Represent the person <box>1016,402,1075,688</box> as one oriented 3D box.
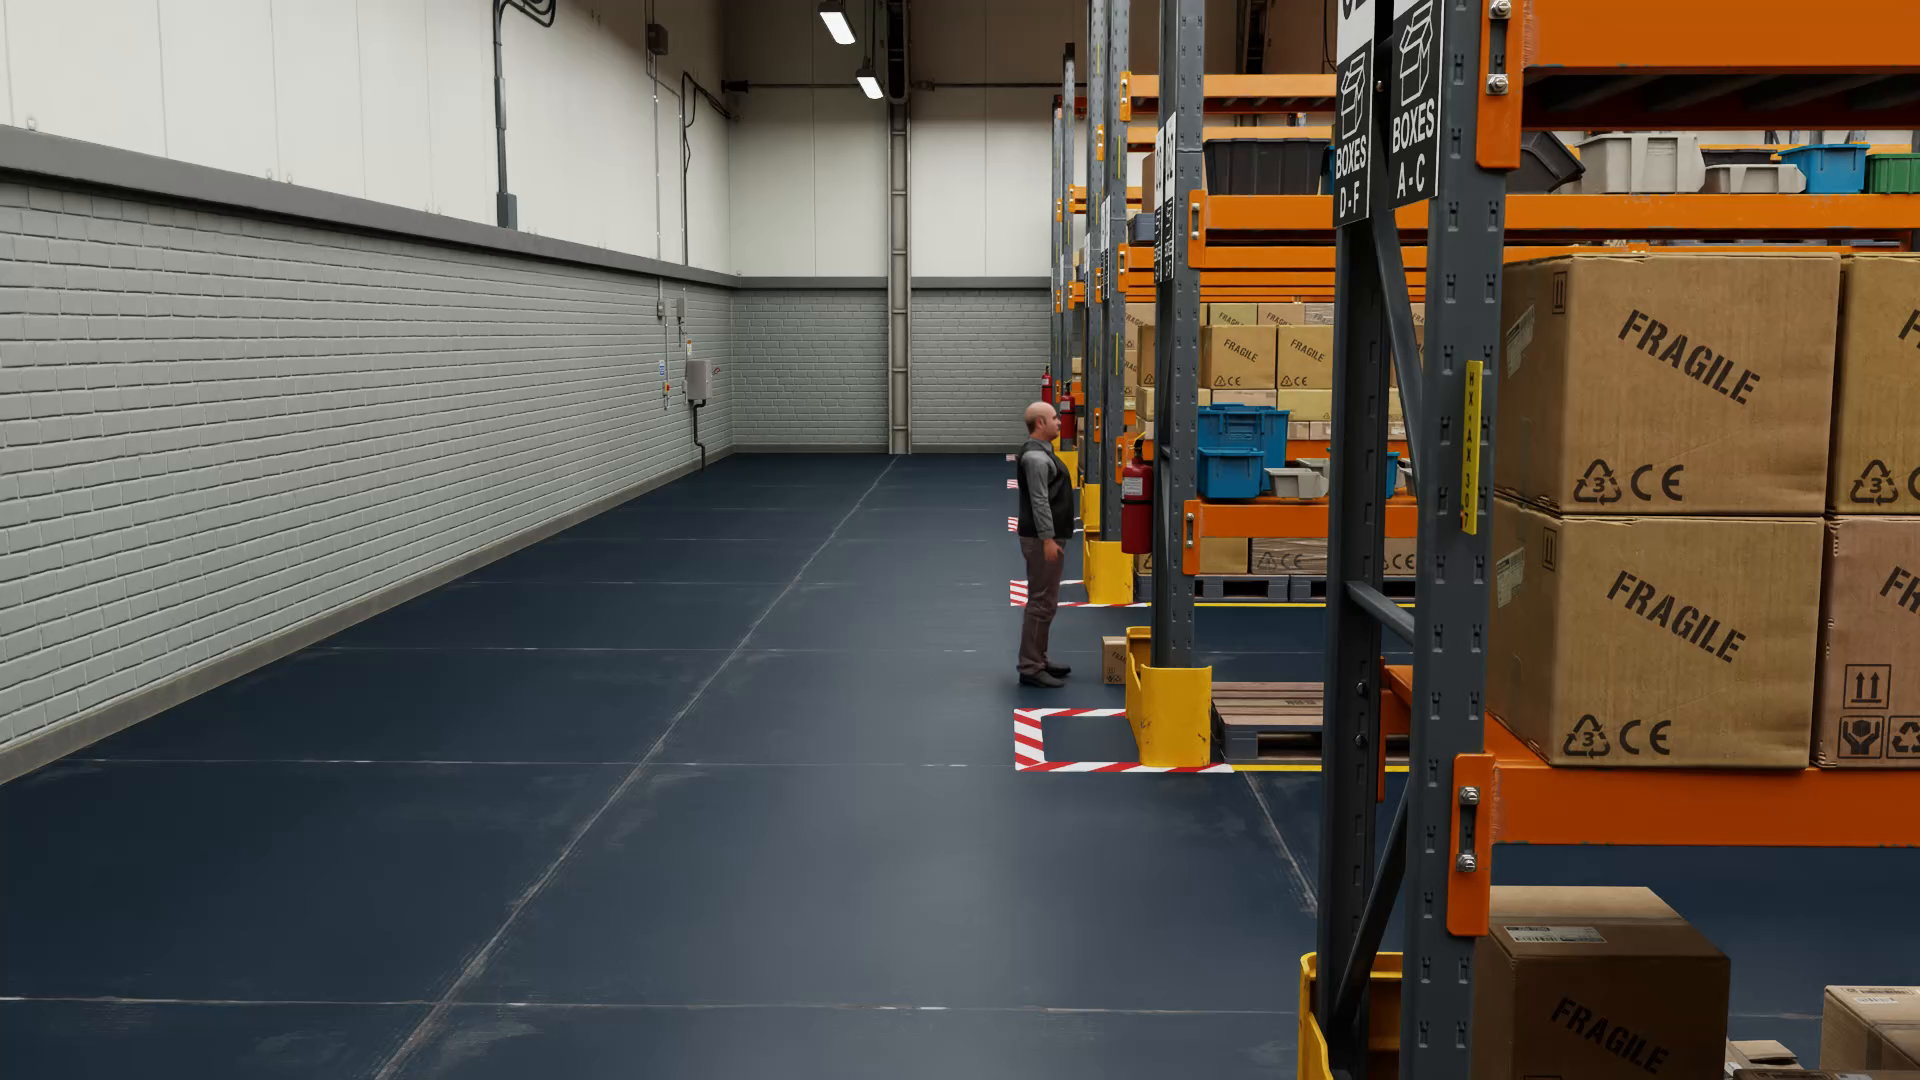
[{"bbox_3d":[0.525,0.024,10.254,0.361,1.745,0.539,0,7,1],"label":"person"}]
